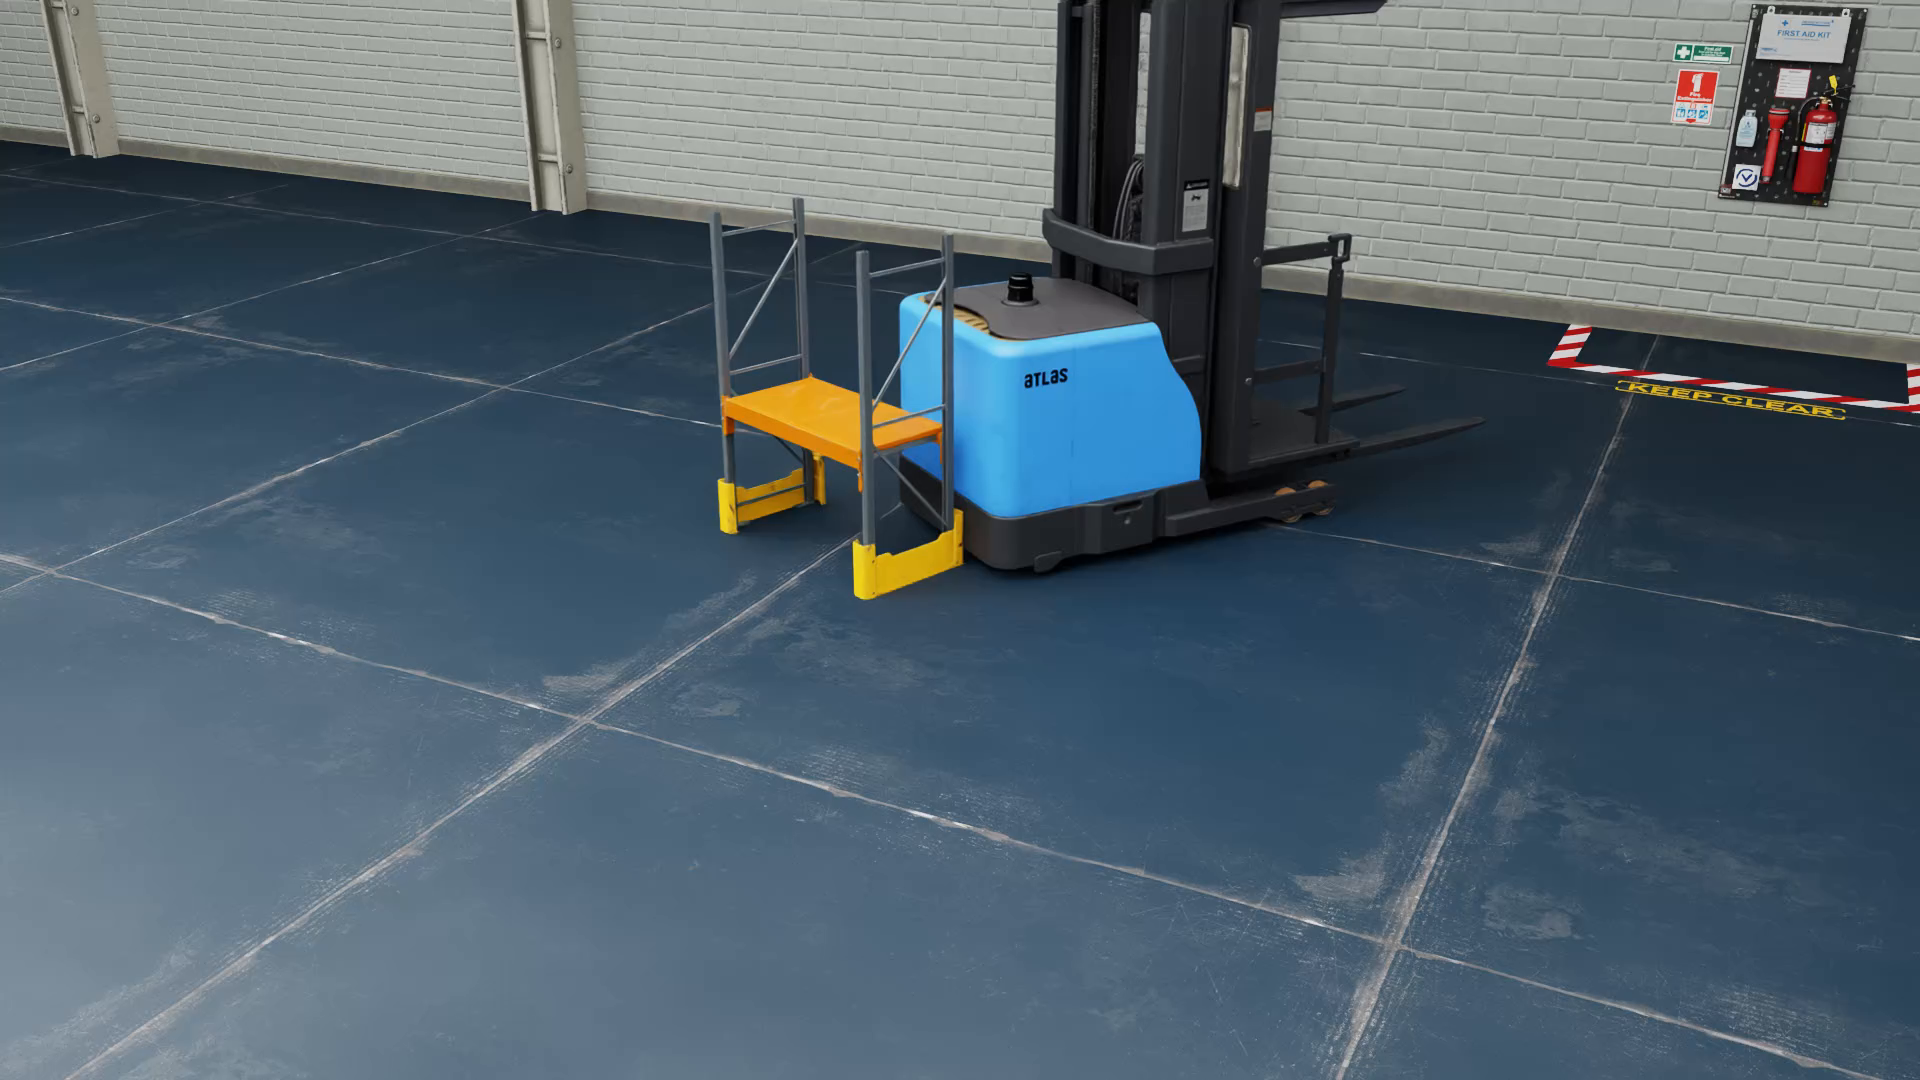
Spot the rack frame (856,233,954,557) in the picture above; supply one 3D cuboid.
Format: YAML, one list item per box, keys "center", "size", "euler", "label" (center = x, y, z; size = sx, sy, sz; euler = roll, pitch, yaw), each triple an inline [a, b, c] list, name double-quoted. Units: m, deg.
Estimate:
- center: [-0.220, -0.518, 7.051]
  size: [0.500, 1.500, 0.032]
  euler: [-20, 30, -39]
  label: "rack frame"

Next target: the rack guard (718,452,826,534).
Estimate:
- center: [-0.895, -0.230, 7.971]
  size: [0.587, 0.250, 0.087]
  euler: [-20, 30, -39]
  label: "rack guard"

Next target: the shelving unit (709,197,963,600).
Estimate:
- center: [-0.558, -0.662, 7.389]
  size: [0.587, 1.500, 1.083]
  euler: [-20, 30, -39]
  label: "shelving unit"

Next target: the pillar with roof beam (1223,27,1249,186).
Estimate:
- center: [-0.085, -4.475, 6.774]
  size: [0.400, 9.000, 9.100]
  euler: [11, 25, 25]
  label: "pillar with roof beam"

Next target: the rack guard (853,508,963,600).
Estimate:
- center: [-0.221, 0.057, 7.296]
  size: [0.587, 0.250, 0.087]
  euler: [-20, 30, -39]
  label: "rack guard"

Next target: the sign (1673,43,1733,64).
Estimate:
- center: [4.577, -2.998, 10.244]
  size: [0.331, 0.109, 0.001]
  euler: [11, 25, 25]
  label: "sign"

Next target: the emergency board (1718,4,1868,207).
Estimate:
- center: [5.024, -2.608, 10.050]
  size: [0.643, 1.169, 0.194]
  euler: [11, 25, 25]
  label: "emergency board"

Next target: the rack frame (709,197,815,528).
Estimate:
- center: [-0.908, -0.811, 7.740]
  size: [0.500, 1.500, 0.032]
  euler: [-20, 30, -39]
  label: "rack frame"

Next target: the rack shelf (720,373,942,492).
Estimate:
- center: [-0.564, -0.499, 7.466]
  size: [0.538, 0.185, 1.000]
  euler: [-20, 30, -39]
  label: "rack shelf"

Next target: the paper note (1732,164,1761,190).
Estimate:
- center: [4.897, -2.258, 10.353]
  size: [0.142, 0.148, 0.016]
  euler: [11, 25, 25]
  label: "paper note"

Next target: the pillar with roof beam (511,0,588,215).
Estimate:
- center: [-5.440, -5.535, 9.266]
  size: [0.400, 9.000, 9.100]
  euler: [11, 25, 25]
  label: "pillar with roof beam"

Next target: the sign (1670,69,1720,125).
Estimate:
- center: [4.577, -2.758, 10.357]
  size: [0.234, 0.329, 0.001]
  euler: [11, 25, 25]
  label: "sign"

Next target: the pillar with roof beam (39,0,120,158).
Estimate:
- center: [-10.794, -6.594, 11.757]
  size: [0.400, 9.000, 9.100]
  euler: [11, 25, 25]
  label: "pillar with roof beam"

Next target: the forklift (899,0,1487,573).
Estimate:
- center: [1.252, -1.599, 7.765]
  size: [3.031, 2.935, 1.130]
  euler: [-12, 26, -26]
  label: "forklift"
